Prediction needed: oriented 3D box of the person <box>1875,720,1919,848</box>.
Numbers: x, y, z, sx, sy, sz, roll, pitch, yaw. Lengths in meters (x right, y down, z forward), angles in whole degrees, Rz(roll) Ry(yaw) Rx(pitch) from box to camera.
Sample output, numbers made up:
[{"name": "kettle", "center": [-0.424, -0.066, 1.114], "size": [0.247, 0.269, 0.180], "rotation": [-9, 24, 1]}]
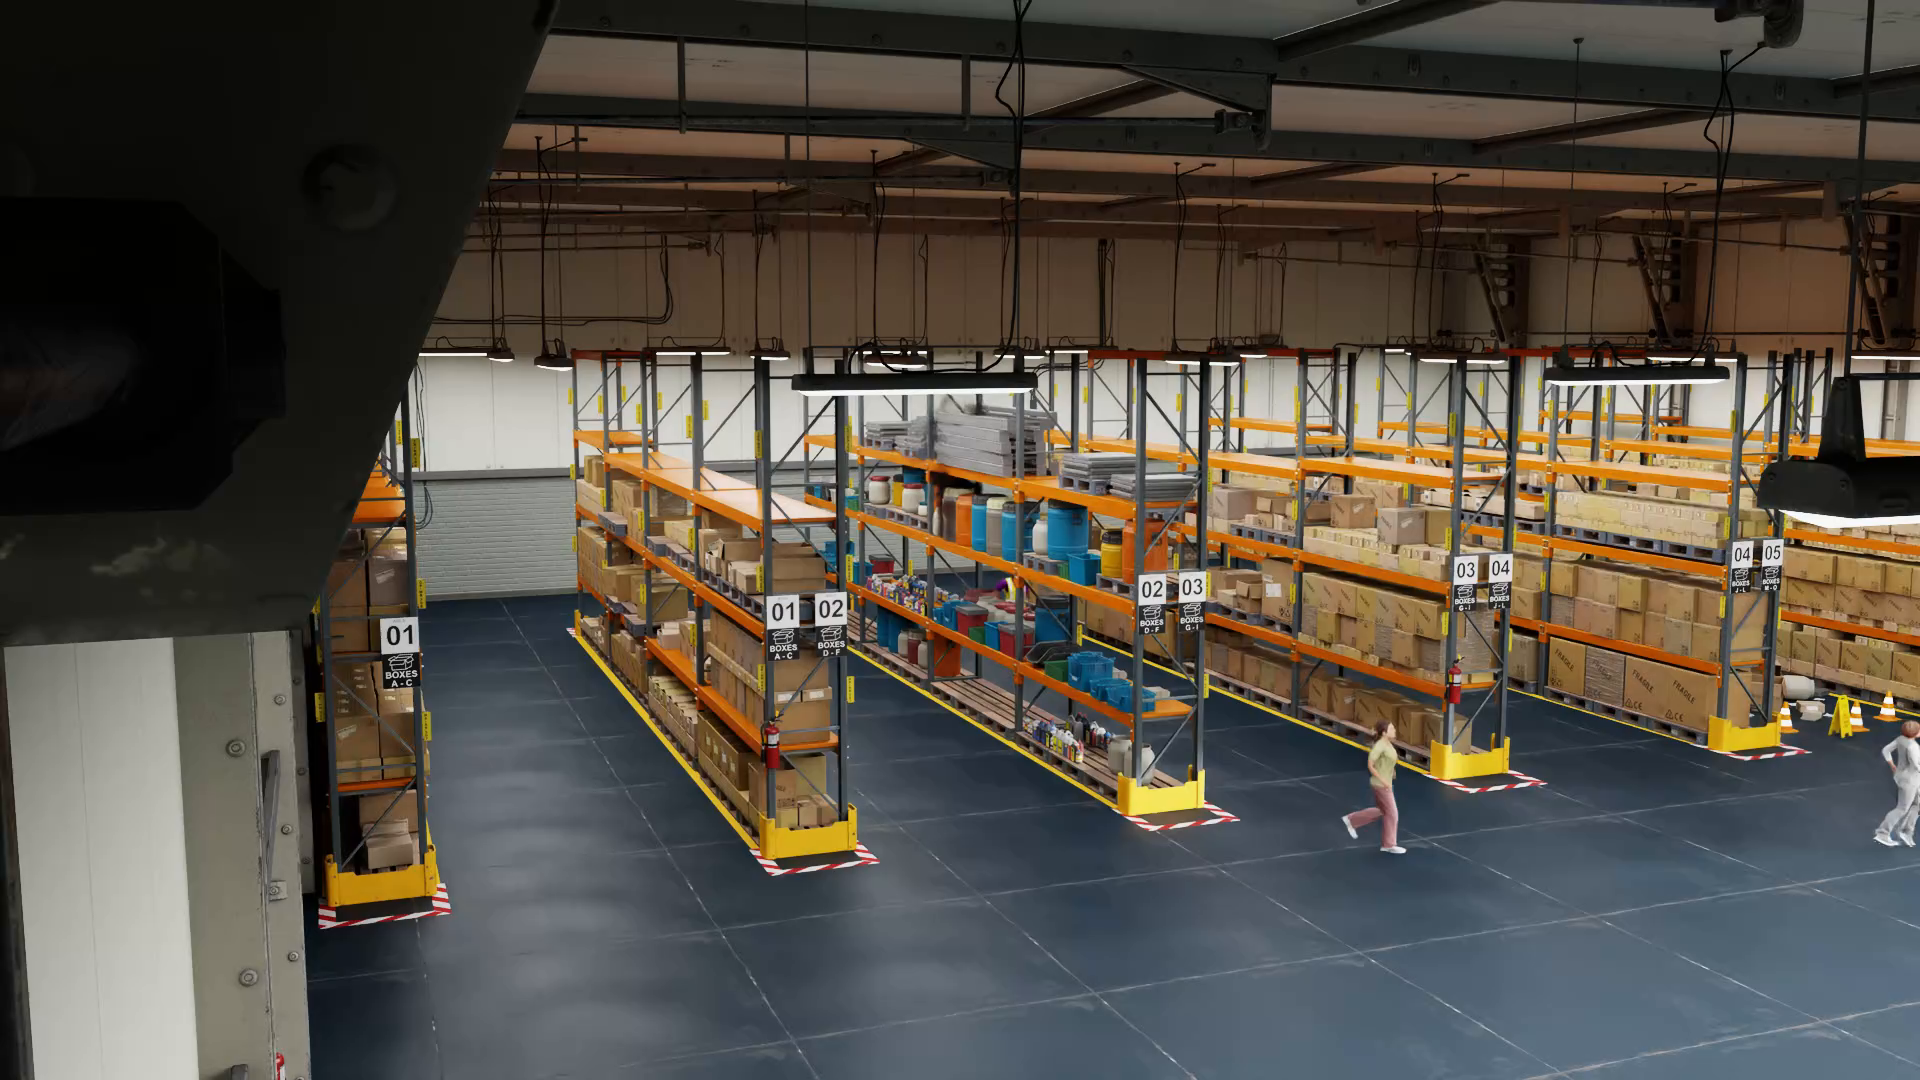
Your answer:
[{"name": "person", "center": [11.635, 3.014, 20.413], "size": [0.684, 1.647, 0.526], "rotation": [2, 7, 14]}]

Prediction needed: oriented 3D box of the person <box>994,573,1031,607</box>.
[{"name": "person", "center": [1.083, 1.377, 32.816], "size": [0.677, 1.819, 0.734], "rotation": [-4, 8, -28]}]

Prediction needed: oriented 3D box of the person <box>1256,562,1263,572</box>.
[{"name": "person", "center": [7.523, 0.417, 41.287], "size": [0.707, 1.648, 0.647], "rotation": [6, 10, 42]}]

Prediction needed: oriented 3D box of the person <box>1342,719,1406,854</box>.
[{"name": "person", "center": [5.080, 2.990, 20.330], "size": [0.777, 1.657, 0.580], "rotation": [3, 8, 22]}]
